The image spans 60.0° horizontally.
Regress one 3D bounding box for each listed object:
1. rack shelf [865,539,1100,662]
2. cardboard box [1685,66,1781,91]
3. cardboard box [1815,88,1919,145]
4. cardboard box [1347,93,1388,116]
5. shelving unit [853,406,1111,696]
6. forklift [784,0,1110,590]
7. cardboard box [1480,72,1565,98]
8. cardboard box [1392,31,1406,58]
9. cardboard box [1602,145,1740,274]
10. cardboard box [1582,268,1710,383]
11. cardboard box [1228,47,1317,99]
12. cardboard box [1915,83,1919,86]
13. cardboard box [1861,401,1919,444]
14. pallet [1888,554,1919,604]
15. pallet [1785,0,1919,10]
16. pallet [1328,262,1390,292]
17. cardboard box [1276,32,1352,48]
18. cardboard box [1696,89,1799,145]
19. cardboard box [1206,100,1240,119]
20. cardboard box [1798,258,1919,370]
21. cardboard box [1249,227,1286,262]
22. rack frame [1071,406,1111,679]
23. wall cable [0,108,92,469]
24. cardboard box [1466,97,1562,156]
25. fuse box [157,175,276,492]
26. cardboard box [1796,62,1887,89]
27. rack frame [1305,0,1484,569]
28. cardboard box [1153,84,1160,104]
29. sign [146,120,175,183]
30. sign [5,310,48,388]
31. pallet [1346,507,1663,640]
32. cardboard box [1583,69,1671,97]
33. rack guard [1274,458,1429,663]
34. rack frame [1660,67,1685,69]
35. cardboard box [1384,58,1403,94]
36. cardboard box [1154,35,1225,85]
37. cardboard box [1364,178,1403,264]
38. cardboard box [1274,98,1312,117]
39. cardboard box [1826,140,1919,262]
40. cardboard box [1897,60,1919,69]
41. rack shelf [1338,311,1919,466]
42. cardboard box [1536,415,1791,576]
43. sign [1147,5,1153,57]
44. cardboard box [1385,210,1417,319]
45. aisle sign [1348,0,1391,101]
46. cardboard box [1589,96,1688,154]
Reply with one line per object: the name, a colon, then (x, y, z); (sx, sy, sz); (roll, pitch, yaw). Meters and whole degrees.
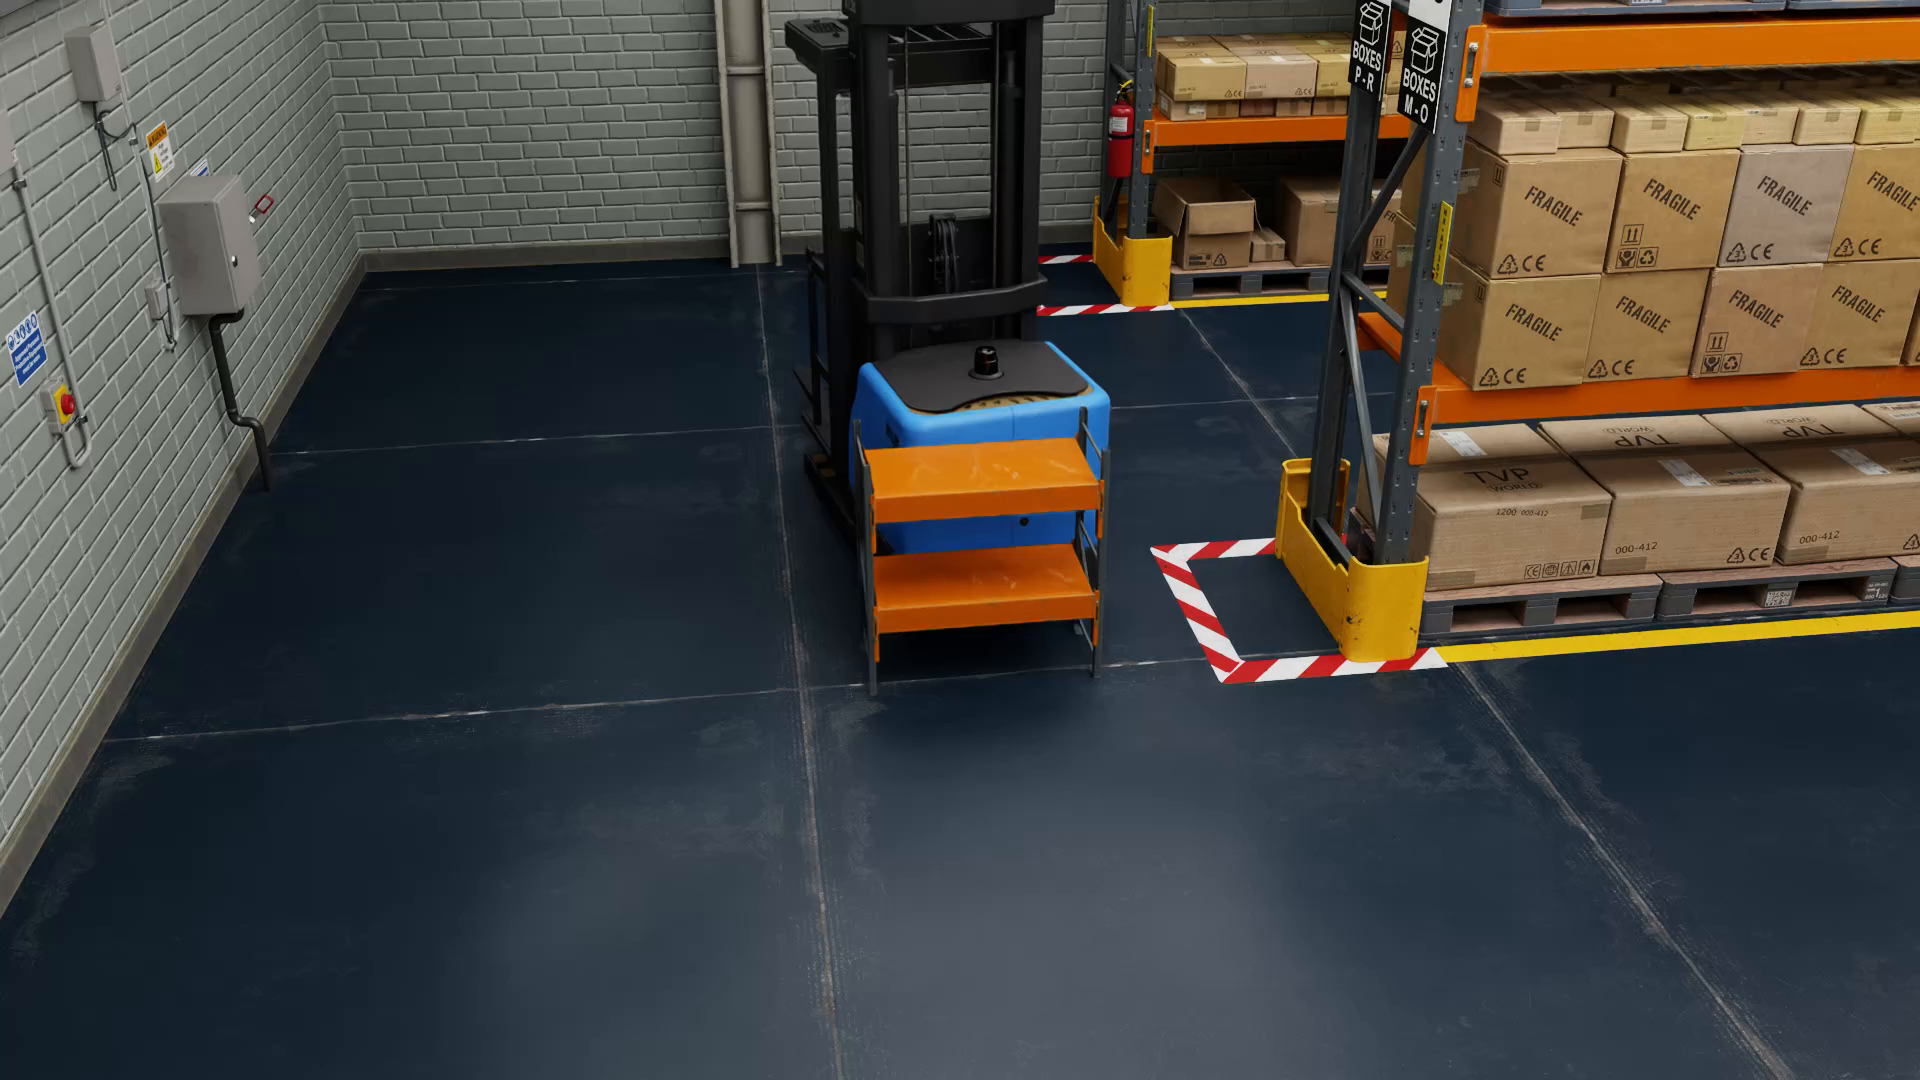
rack shelf: (0.083, 0.265, 7.537); (1.000, 0.278, 0.538); (-4, 27, -7)
cardboard box: (3.480, -2.039, 7.523); (0.250, 0.149, 0.380); (-3, 27, -6)
cardboard box: (3.828, -1.797, 7.051); (0.250, 0.149, 0.380); (-4, 27, -8)
cardboard box: (2.847, -3.130, 11.840); (0.250, 0.149, 0.380); (-4, 27, -9)
shelving unit: (0.083, 0.048, 7.425); (1.048, 1.125, 0.538); (-4, 27, -7)
forklift: (-0.236, -1.589, 8.636); (1.130, 2.935, 3.031); (-9, 28, -17)
cardboard box: (2.472, -1.960, 7.369); (0.250, 0.149, 0.380); (-3, 27, -6)
cardboard box: (3.173, -3.687, 11.668); (0.500, 0.500, 0.500); (-3, 27, -6)
cardboard box: (2.922, -1.469, 7.123); (0.500, 0.500, 0.500); (-4, 27, -9)
cardboard box: (2.909, -1.032, 7.366); (0.500, 0.500, 0.500); (-4, 27, -8)
cardboard box: (2.187, -3.290, 11.715); (0.500, 0.250, 0.500); (-3, 27, -7)
cardboard box: (4.322, -1.858, 7.170); (0.250, 0.149, 0.380); (-4, 27, -8)
cardboard box: (5.221, -0.352, 8.496); (0.875, 0.438, 0.875); (-4, 27, -8)
pallet: (5.093, -0.043, 8.602); (1.213, 0.211, 1.003); (-4, 27, -7)
pallet: (3.840, -2.468, 7.086); (1.213, 0.211, 1.003); (-4, 27, -7)
pallet: (3.271, -2.177, 12.762); (1.213, 0.211, 1.003); (-4, 27, -7)
cardboard box: (2.621, -3.562, 12.245); (0.500, 0.250, 0.500); (-3, 27, -5)
cardboard box: (3.320, -1.796, 7.050); (0.250, 0.149, 0.380); (-3, 27, -7)
cardboard box: (1.810, -3.108, 11.796); (0.250, 0.149, 0.380); (-3, 27, -6)
cardboard box: (3.909, -1.096, 7.490); (0.500, 0.500, 0.500); (-3, 27, -5)
cardboard box: (2.246, -2.210, 12.433); (0.250, 0.149, 0.380); (-5, 28, -9)
rack frame: (0.586, 0.014, 7.490); (0.032, 1.125, 0.500); (-4, 27, -7)
wall cable: (-3.684, -1.139, 6.536); (0.123, 1.953, 0.585); (-4, 27, -7)
cardboard box: (2.286, -1.717, 6.896); (0.250, 0.149, 0.380); (-3, 27, -6)
fuse box: (-3.832, -1.058, 8.938); (0.414, 1.711, 0.539); (-4, 27, -7)
cardboard box: (3.998, -2.083, 7.609); (0.250, 0.149, 0.380); (-4, 27, -7)
rack frame: (1.896, -1.042, 7.495); (0.127, 3.000, 1.000); (-4, 27, -7)
cardboard box: (1.492, -3.316, 12.202); (0.250, 0.149, 0.380); (-4, 27, -8)
sign: (-4.030, -1.961, 8.381); (0.001, 0.242, 0.339); (-4, 27, -7)
sign: (-3.738, -0.767, 6.663); (0.001, 0.218, 0.327); (-4, 27, -7)
pallet: (2.677, 0.113, 8.299); (1.213, 0.211, 1.003); (-4, 27, -7)
cardboard box: (2.971, -2.012, 7.470); (0.250, 0.149, 0.380); (-3, 27, -6)
rack guard: (1.873, 0.072, 8.063); (0.348, 0.500, 1.175); (-4, 27, -7)
rack frame: (5.162, -3.540, 12.363); (0.127, 3.000, 1.000); (-4, 27, -7)
cardboard box: (3.192, -3.366, 11.863); (0.500, 0.250, 0.500); (-4, 27, -8)
cardboard box: (1.620, -3.500, 12.125); (0.500, 0.250, 0.500); (-3, 27, -6)
cardboard box: (3.209, -2.382, 12.384); (0.500, 0.500, 0.500); (-3, 27, -6)
cardboard box: (2.324, -3.129, 11.837); (0.250, 0.149, 0.380); (-3, 27, -5)
cardboard box: (3.924, -1.537, 7.256); (0.500, 0.500, 0.500); (-4, 27, -7)
cardboard box: (4.488, -2.121, 7.682); (0.250, 0.149, 0.380); (-4, 27, -9)
rack shelf: (3.877, -0.849, 7.907); (4.000, 0.370, 1.077); (-4, 27, -7)
cardboard box: (3.441, -0.238, 8.275); (0.875, 0.438, 0.875); (-3, 27, -6)
sign: (1.277, -3.425, 11.192); (0.005, 0.325, 0.100); (-4, 27, -7)
cardboard box: (2.337, -1.237, 7.765); (0.500, 0.500, 0.500); (-4, 27, -7)
aisle sign: (1.782, -2.334, 7.166); (0.004, 0.787, 0.394); (-4, 27, -7)
cardboard box: (2.809, -1.731, 6.922); (0.250, 0.149, 0.380); (-3, 27, -6)
